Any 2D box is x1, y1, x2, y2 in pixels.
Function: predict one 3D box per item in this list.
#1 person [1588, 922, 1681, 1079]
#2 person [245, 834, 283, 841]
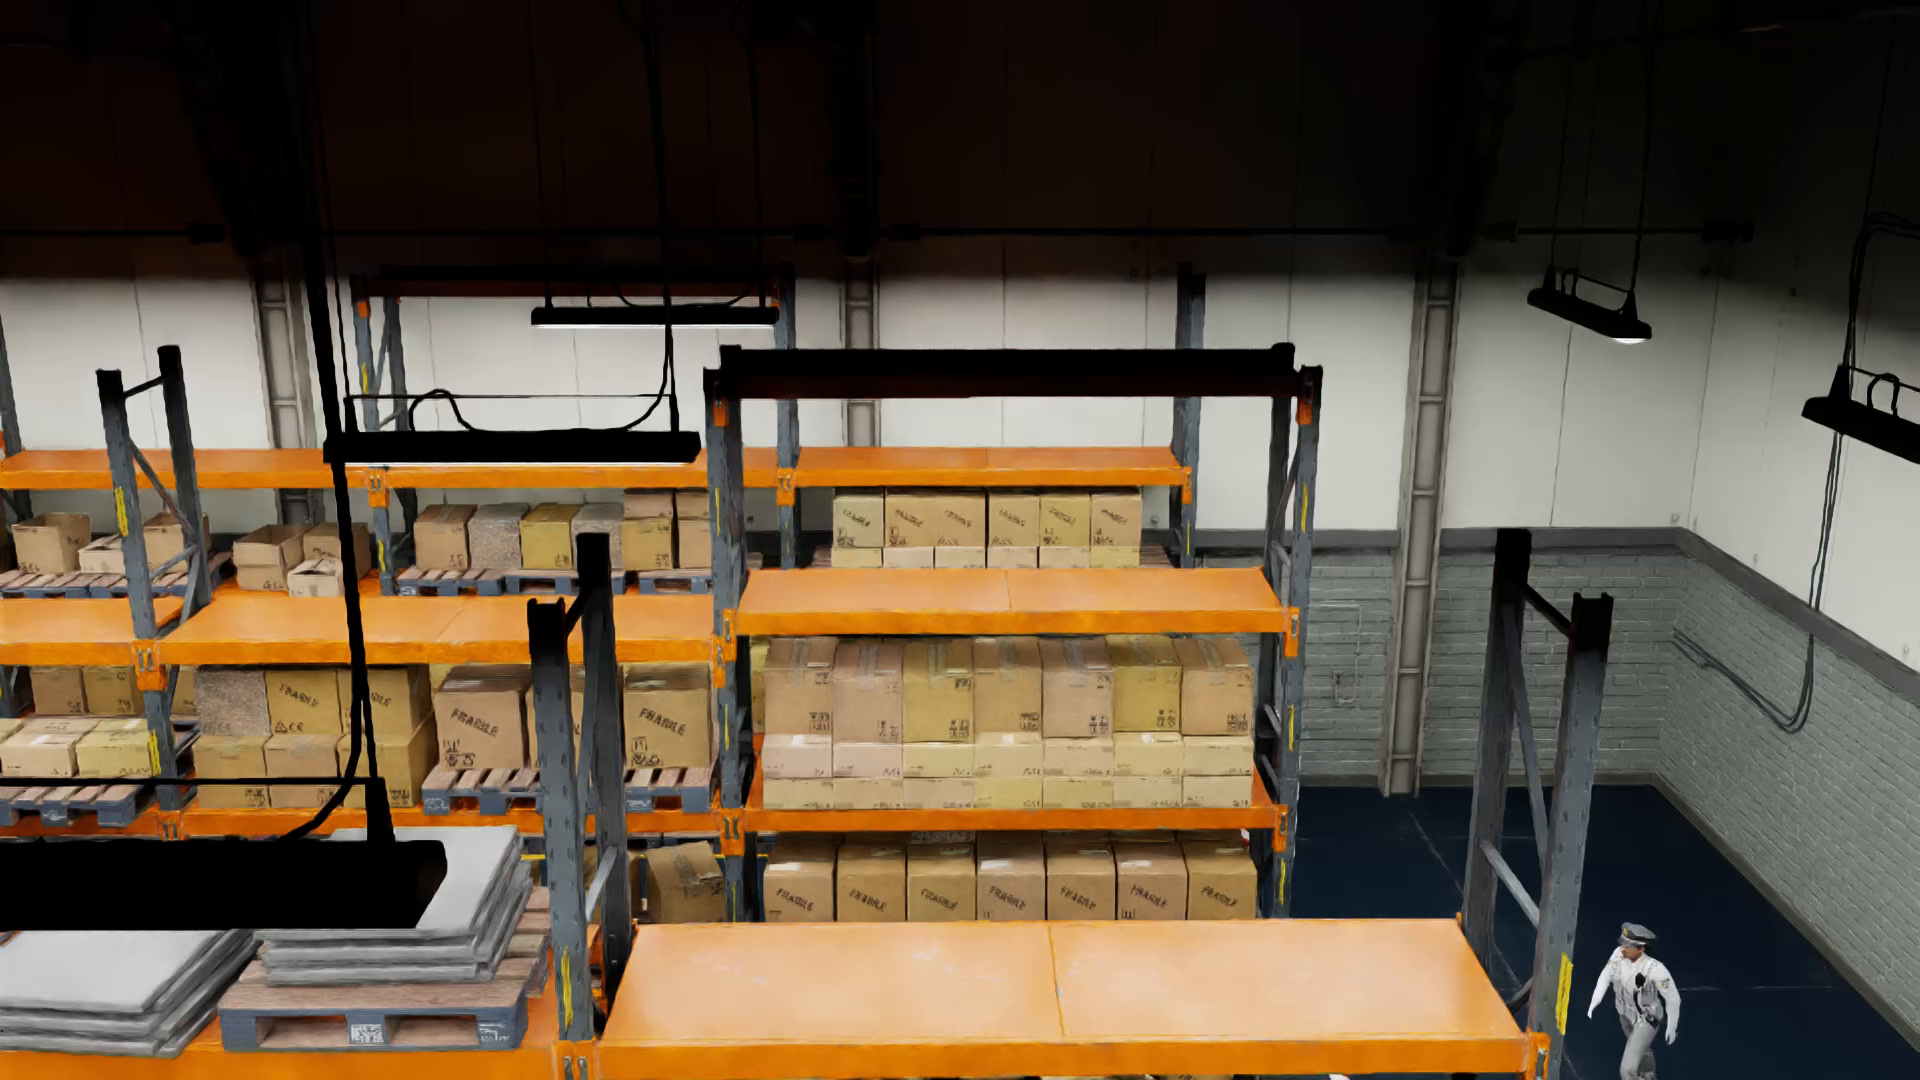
[{"bbox_3d":[5.283,3.705,12.925,0.786,1.612,0.642,-6,17,-19],"label":"person"},{"bbox_3d":[-6.776,2.834,16.076,1.042,1.517,0.415,-1,16,-3],"label":"person"}]
